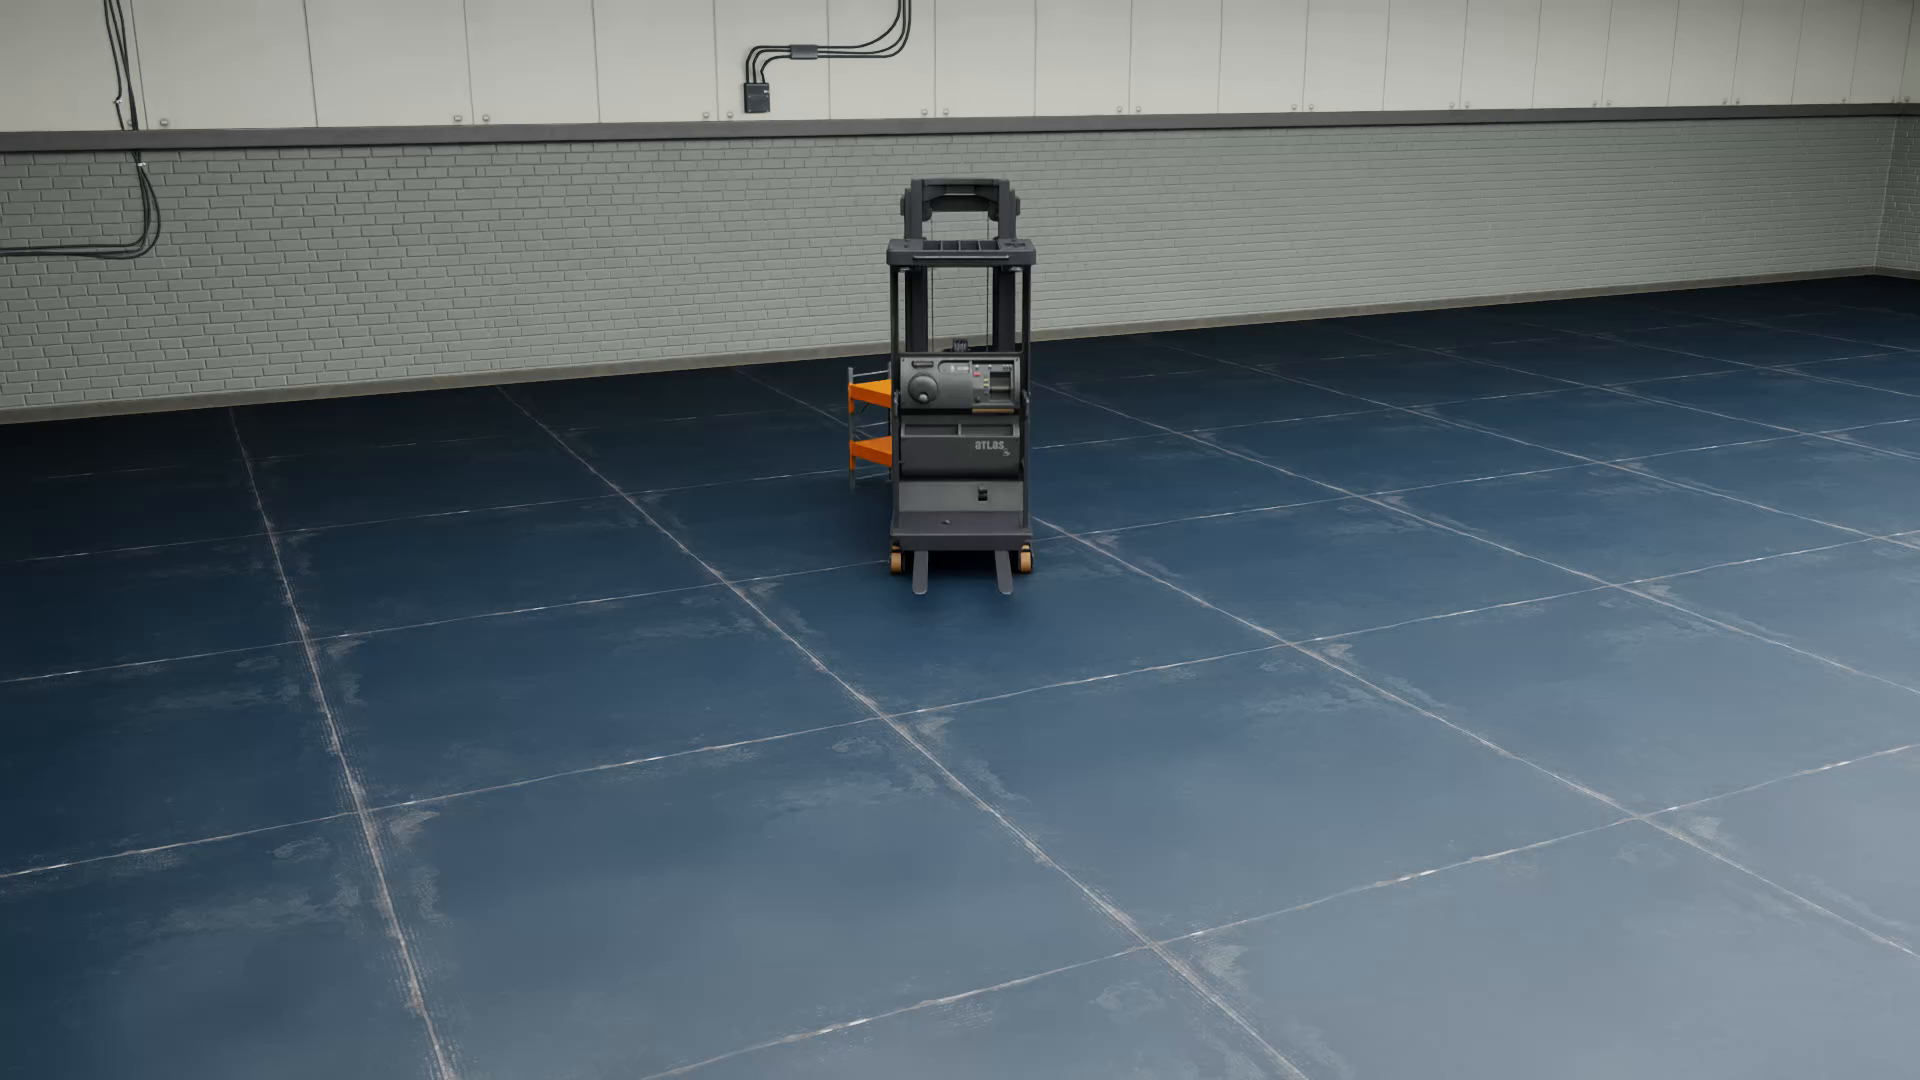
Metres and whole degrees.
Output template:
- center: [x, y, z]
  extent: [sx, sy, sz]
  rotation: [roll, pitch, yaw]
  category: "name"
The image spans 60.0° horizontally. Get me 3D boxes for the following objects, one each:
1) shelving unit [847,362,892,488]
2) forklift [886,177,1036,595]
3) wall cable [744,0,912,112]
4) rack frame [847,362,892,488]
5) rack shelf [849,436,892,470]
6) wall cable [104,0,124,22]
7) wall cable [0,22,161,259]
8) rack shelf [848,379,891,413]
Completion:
- center: [-0.505, -0.957, 15.047]
  extent: [0.538, 1.125, 1.048]
  rotation: [-13, 20, -37]
  category: "shelving unit"
- center: [0.006, -1.236, 12.745]
  extent: [1.130, 2.935, 3.031]
  rotation: [0, 16, -1]
  category: "forklift"
- center: [-1.644, -8.393, 20.517]
  extent: [2.305, 6.003, 0.169]
  rotation: [-8, 18, -25]
  category: "wall cable"
- center: [-0.824, -1.066, 15.427]
  extent: [0.500, 1.125, 0.032]
  rotation: [-13, 20, -37]
  category: "rack frame"
- center: [-0.505, -0.722, 15.114]
  extent: [0.538, 0.278, 1.000]
  rotation: [-13, 20, -37]
  category: "rack shelf"
- center: [-7.753, -6.877, 17.873]
  extent: [3.097, 2.526, 0.112]
  rotation: [-8, 18, -25]
  category: "wall cable"
- center: [-10.185, -4.122, 17.431]
  extent: [3.097, 2.526, 0.112]
  rotation: [-8, 18, -25]
  category: "wall cable"
- center: [-0.505, -1.238, 14.966]
  extent: [0.538, 0.278, 1.000]
  rotation: [-13, 20, -37]
  category: "rack shelf"
